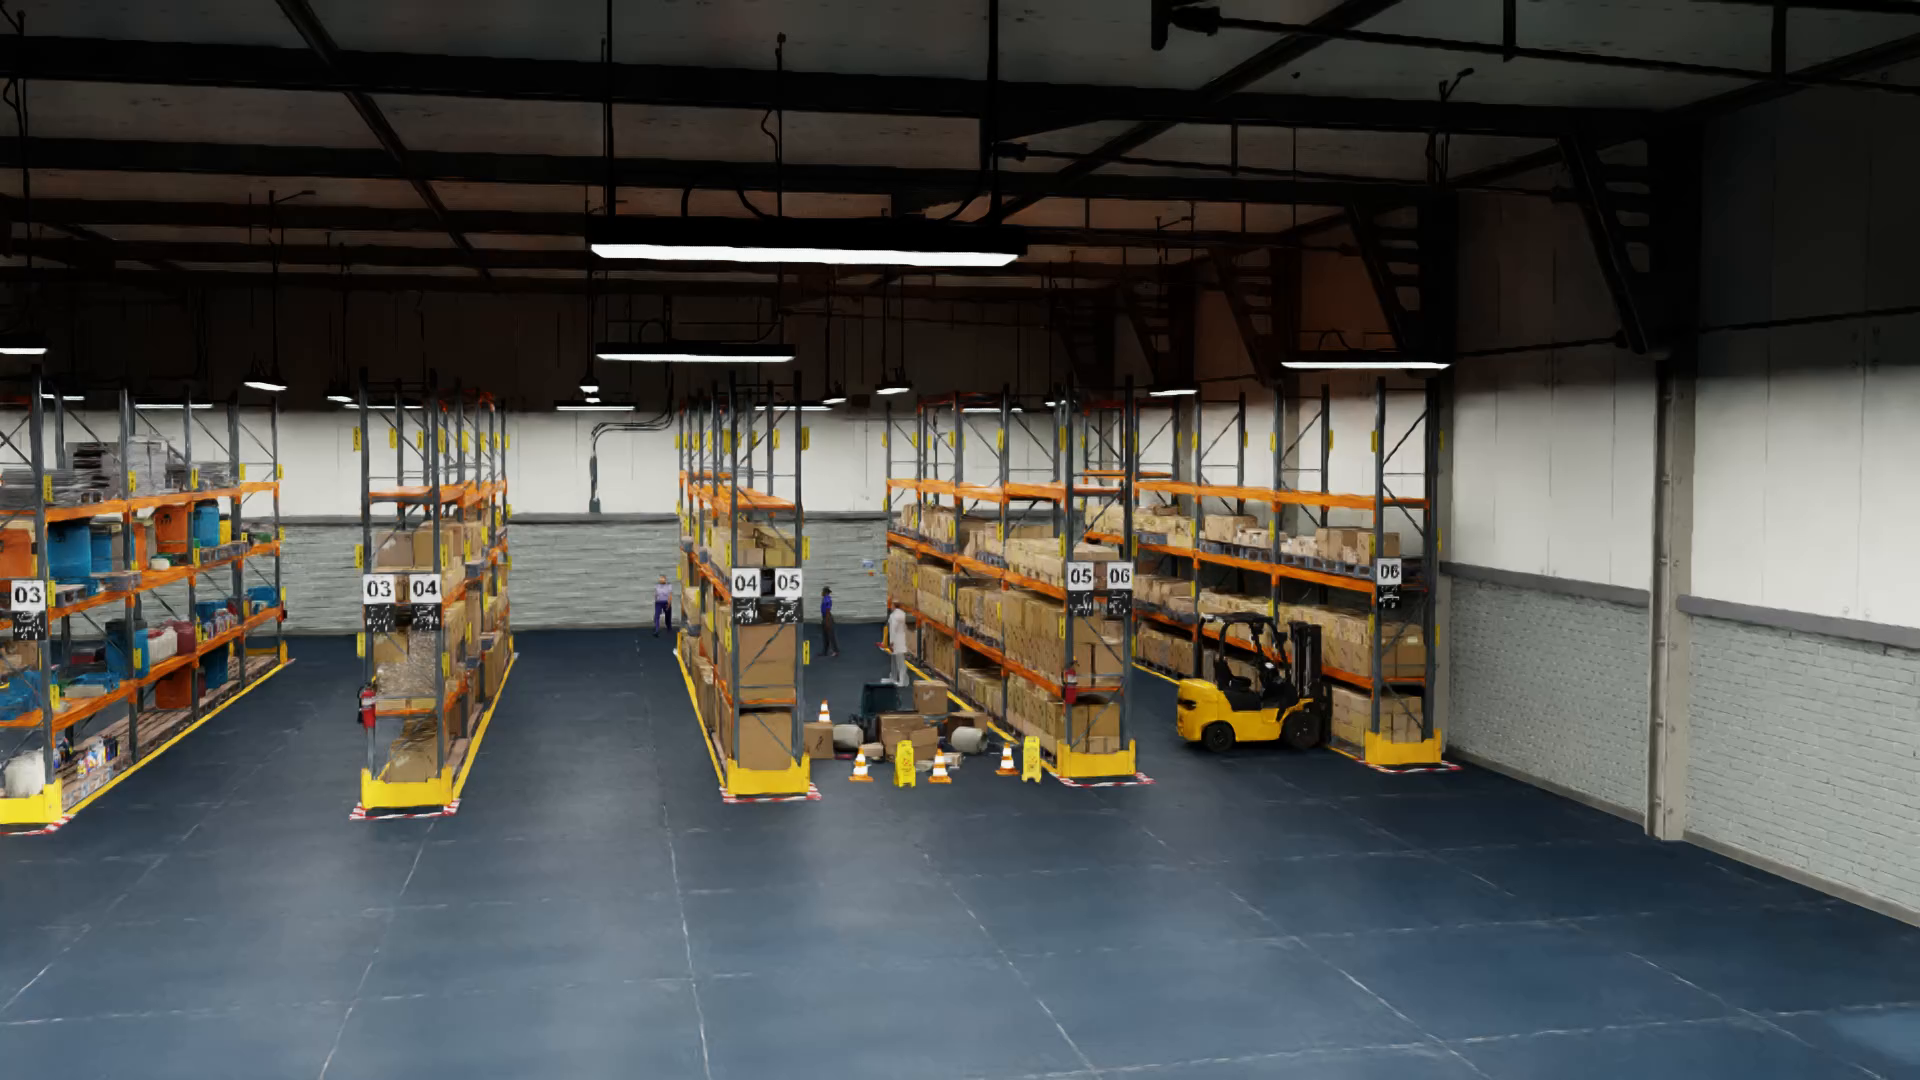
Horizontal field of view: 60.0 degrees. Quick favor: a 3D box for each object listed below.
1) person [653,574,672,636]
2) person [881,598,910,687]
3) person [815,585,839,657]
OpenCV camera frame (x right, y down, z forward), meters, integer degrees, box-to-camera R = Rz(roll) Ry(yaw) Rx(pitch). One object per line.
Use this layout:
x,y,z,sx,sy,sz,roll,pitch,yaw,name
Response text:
-7.618,1.664,42.720,0.476,1.567,1.003,0,3,-3,person
-1.328,2.075,33.960,0.647,1.773,0.690,0,3,8,person
-3.089,1.879,38.597,0.557,1.633,0.663,0,3,-5,person
